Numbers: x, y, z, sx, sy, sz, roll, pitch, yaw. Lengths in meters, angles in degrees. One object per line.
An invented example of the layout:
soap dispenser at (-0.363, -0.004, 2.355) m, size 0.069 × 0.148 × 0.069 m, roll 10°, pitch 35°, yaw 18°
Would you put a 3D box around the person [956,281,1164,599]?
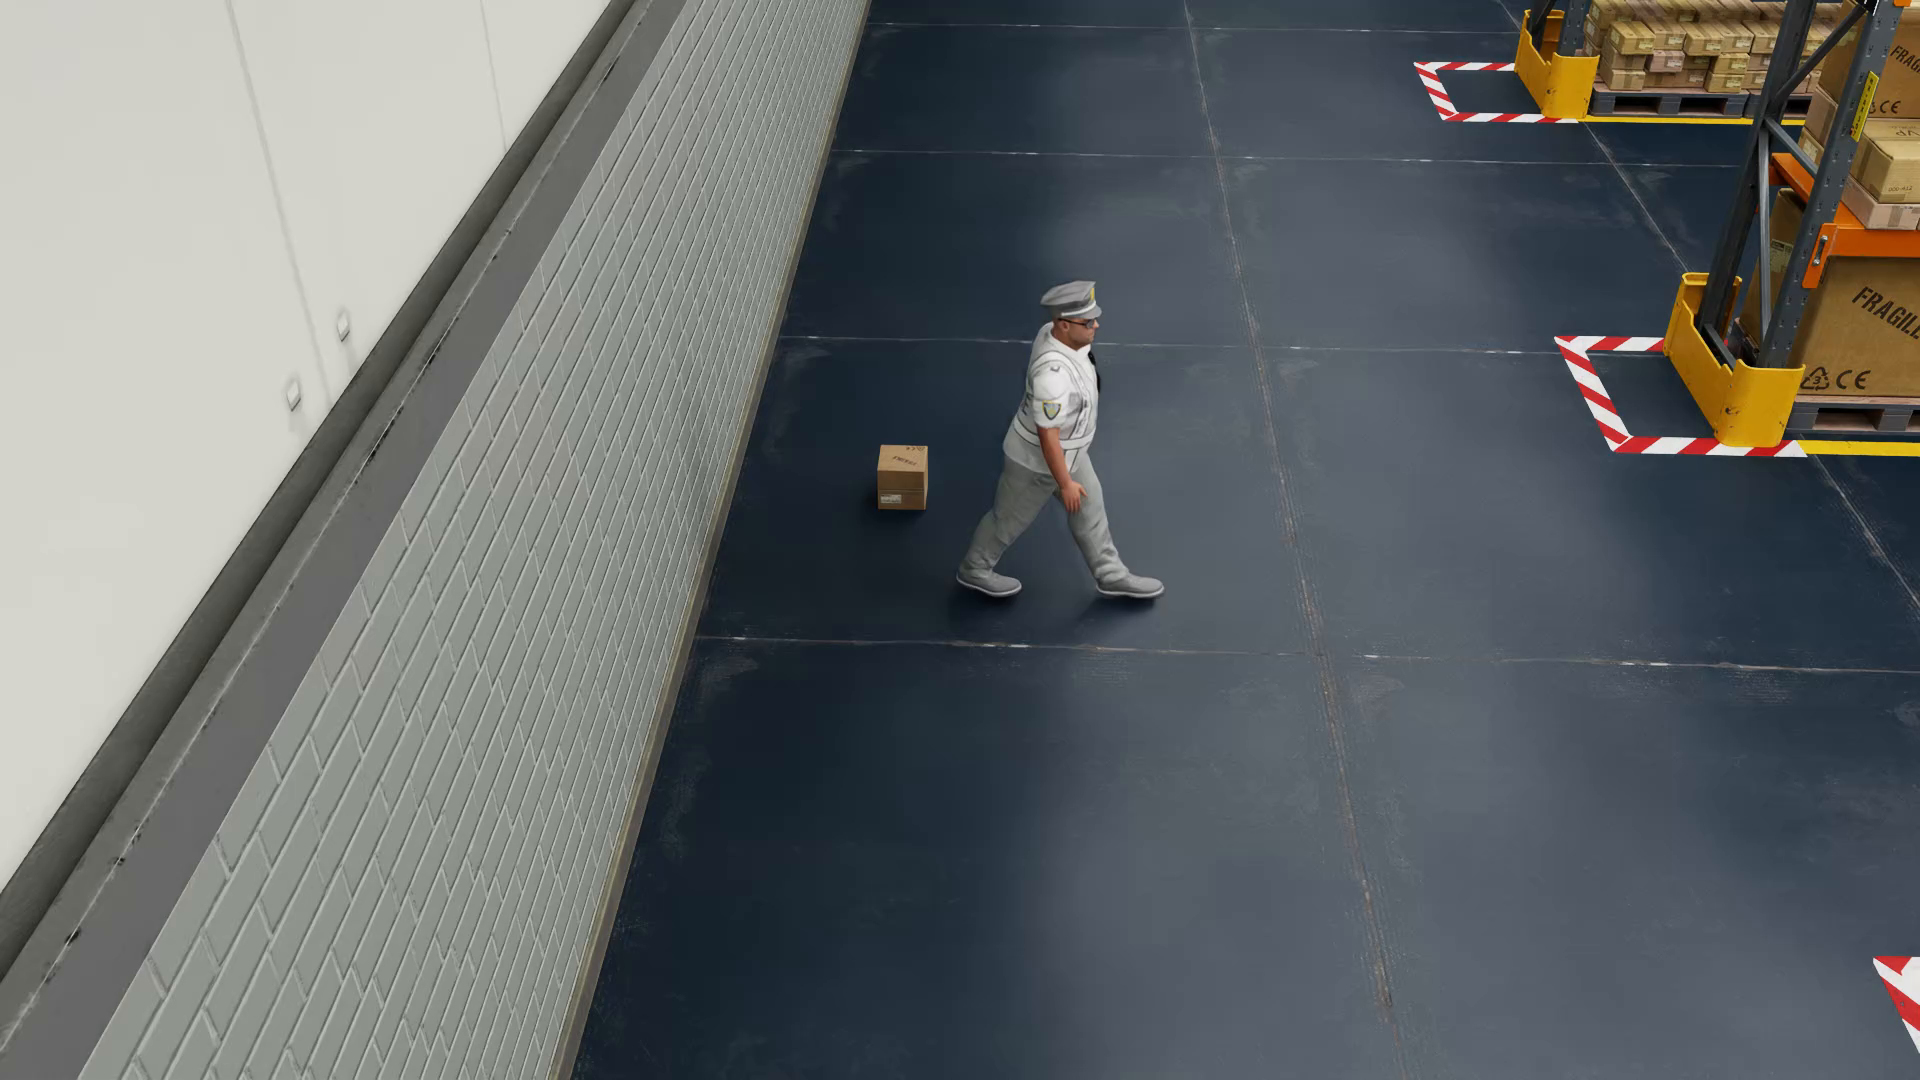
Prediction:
person at (0.471, -0.414, 7.668) m, size 1.004 × 1.701 × 0.570 m, roll 10°, pitch 37°, yaw 14°
